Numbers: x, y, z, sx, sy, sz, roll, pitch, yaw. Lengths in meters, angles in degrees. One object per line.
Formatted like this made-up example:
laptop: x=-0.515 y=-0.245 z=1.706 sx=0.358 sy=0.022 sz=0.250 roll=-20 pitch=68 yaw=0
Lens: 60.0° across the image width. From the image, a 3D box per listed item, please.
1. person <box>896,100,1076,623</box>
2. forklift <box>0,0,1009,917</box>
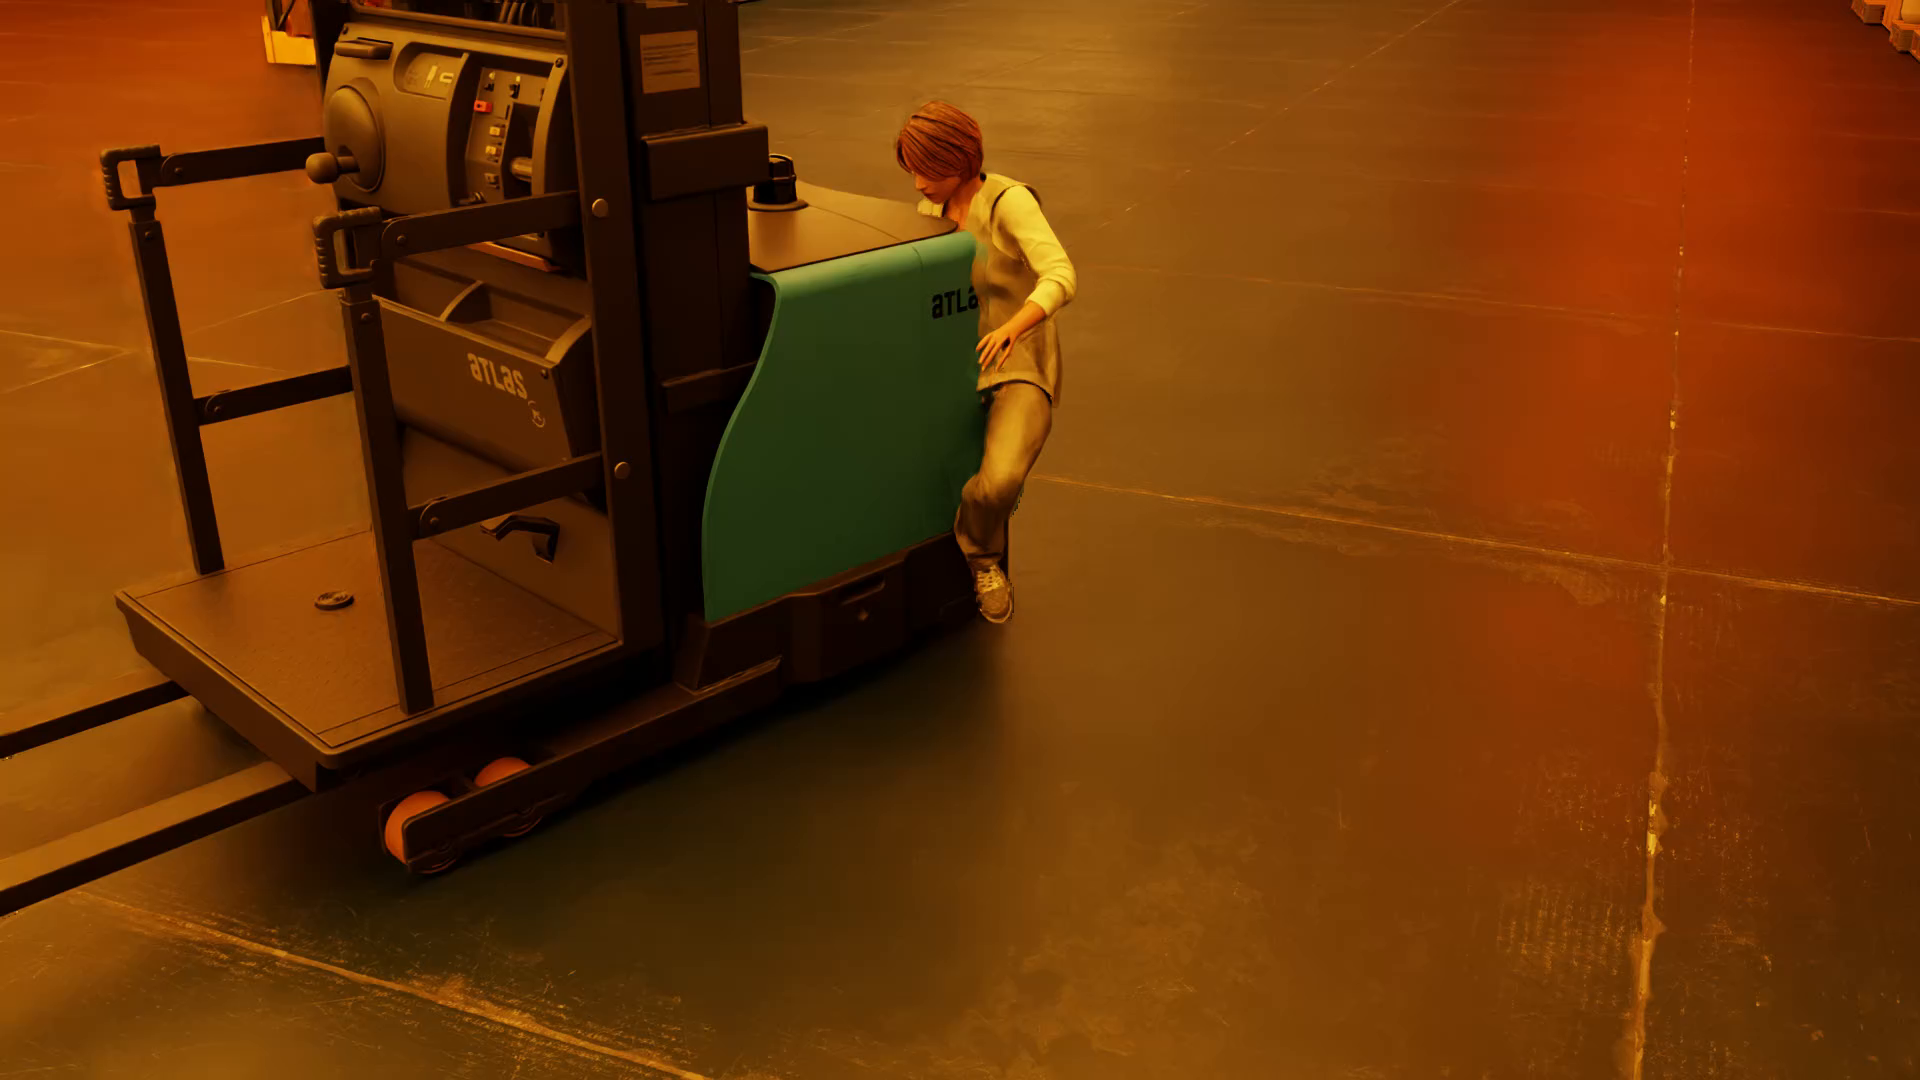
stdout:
person: x=-0.089 y=-0.424 z=4.251 sx=0.805 sy=1.334 sz=0.706 roll=20 pitch=30 yaw=39
forklift: x=-1.259 y=-0.886 z=3.413 sx=1.130 sy=2.935 sz=3.031 roll=21 pitch=30 yaw=40
